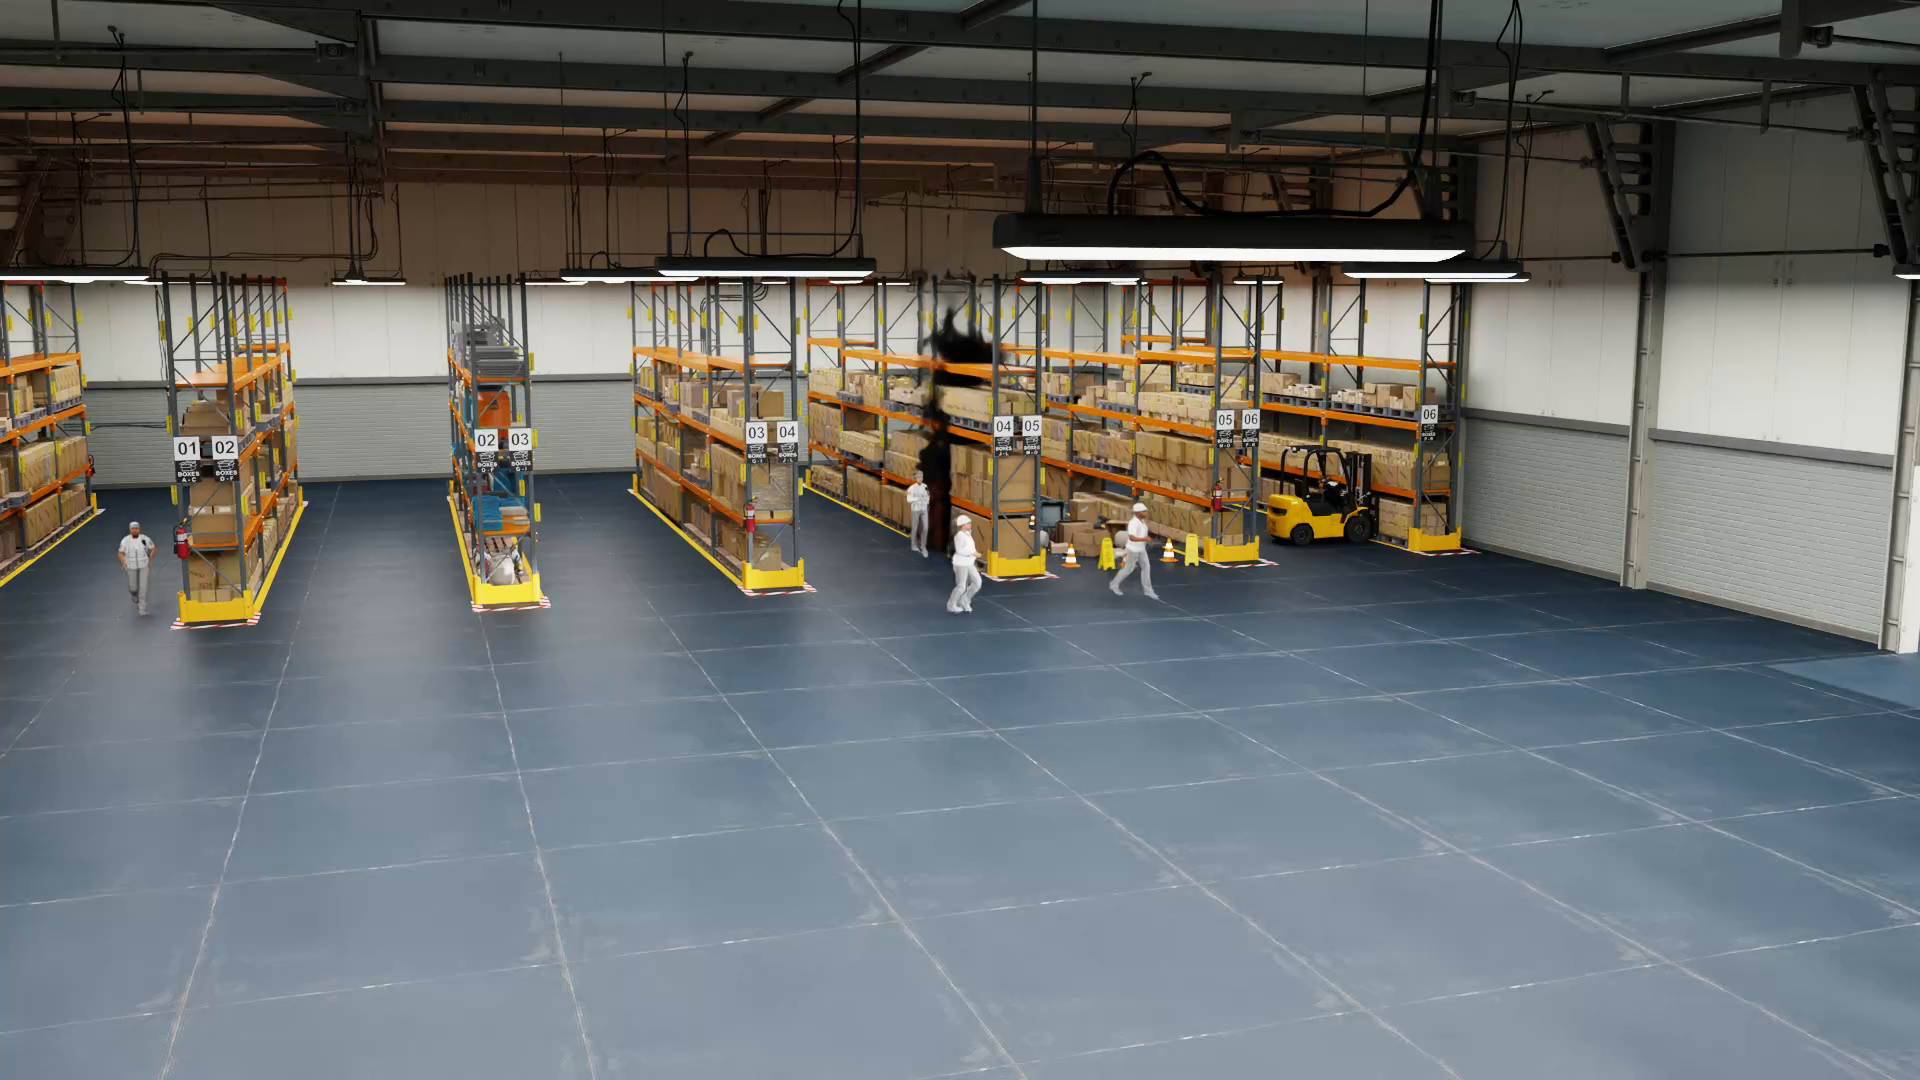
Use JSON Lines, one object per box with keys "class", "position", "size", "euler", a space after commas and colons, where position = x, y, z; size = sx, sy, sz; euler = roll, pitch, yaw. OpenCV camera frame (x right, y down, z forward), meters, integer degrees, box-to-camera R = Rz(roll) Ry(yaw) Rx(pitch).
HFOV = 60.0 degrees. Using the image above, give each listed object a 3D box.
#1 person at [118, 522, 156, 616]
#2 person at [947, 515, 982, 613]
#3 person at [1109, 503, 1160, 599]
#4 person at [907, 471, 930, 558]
{"class": "person", "position": [-14.607, 0.495, 29.560], "size": [0.608, 1.631, 0.685], "euler": [-4, 10, -25]}
{"class": "person", "position": [0.095, 0.443, 29.376], "size": [0.700, 1.781, 0.649], "euler": [3, 9, 21]}
{"class": "person", "position": [3.234, 0.199, 30.827], "size": [0.948, 1.781, 0.653], "euler": [5, 10, 29]}
{"class": "person", "position": [-0.816, -0.543, 34.261], "size": [0.592, 1.786, 0.666], "euler": [-3, 9, -21]}
